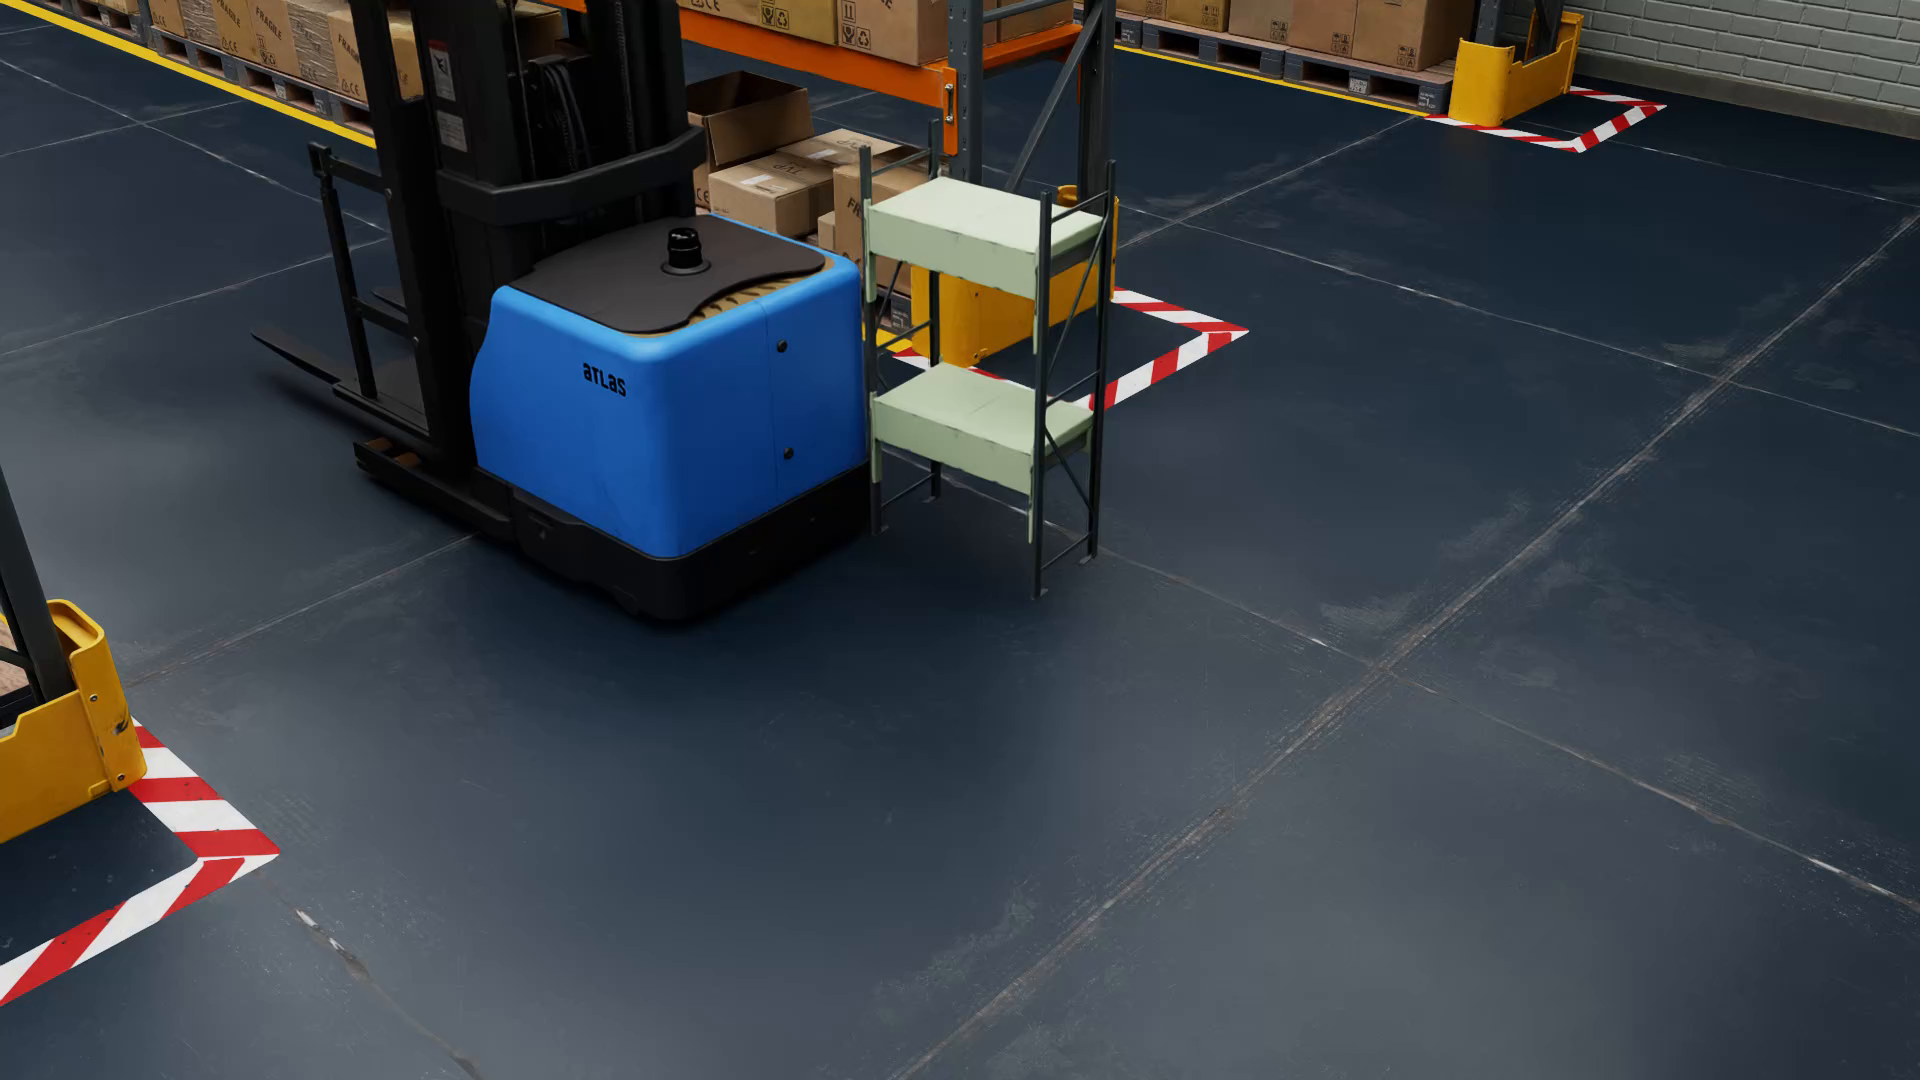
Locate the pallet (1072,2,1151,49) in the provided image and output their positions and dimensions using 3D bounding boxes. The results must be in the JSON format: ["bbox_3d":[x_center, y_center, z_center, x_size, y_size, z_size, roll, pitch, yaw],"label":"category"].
[{"bbox_3d":[1.194,-4.099,12.854,1.213,0.211,1.003,25,39,35],"label":"pallet"}]

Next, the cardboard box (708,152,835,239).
[{"bbox_3d":[-0.926,-1.751,8.490,0.500,0.250,0.500,25,39,35],"label":"cardboard box"}]

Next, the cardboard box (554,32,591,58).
[{"bbox_3d":[-2.026,-2.720,9.856,0.500,0.500,0.500,25,39,35],"label":"cardboard box"}]

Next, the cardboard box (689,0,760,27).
[{"bbox_3d":[-0.941,-2.753,7.818,0.500,0.500,0.500,25,39,35],"label":"cardboard box"}]

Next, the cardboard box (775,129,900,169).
[{"bbox_3d":[-0.627,-1.960,8.836,0.500,0.250,0.500,25,39,35],"label":"cardboard box"}]

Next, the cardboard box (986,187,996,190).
[{"bbox_3d":[0.062,-1.644,8.393,0.250,0.166,0.380,25,39,35],"label":"cardboard box"}]

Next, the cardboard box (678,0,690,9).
[{"bbox_3d":[-1.314,-2.928,8.108,0.500,0.500,0.500,24,39,34],"label":"cardboard box"}]

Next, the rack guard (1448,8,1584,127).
[{"bbox_3d":[3.666,-3.123,10.953,0.348,0.500,1.175,25,39,35],"label":"rack guard"}]

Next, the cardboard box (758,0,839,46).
[{"bbox_3d":[-0.575,-2.578,7.528,0.500,0.500,0.500,25,39,35],"label":"cardboard box"}]

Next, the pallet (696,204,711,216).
[{"bbox_3d":[-1.221,-1.836,9.095,1.213,0.211,1.003,25,39,35],"label":"pallet"}]

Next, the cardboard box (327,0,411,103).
[{"bbox_3d":[-3.558,-3.044,10.395,0.500,0.500,0.500,25,39,35],"label":"cardboard box"}]

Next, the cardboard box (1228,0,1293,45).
[{"bbox_3d":[2.318,-3.862,11.773,0.500,0.500,0.700,24,38,34],"label":"cardboard box"}]

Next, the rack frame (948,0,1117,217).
[{"bbox_3d":[0.327,-2.306,7.173,0.127,3.000,1.000,25,39,35],"label":"rack frame"}]

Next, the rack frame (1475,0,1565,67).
[{"bbox_3d":[3.648,-4.202,10.322,0.127,3.000,1.000,25,39,35],"label":"rack frame"}]

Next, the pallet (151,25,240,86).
[{"bbox_3d":[-5.076,-3.608,12.038,1.213,0.211,1.003,25,39,35],"label":"pallet"}]

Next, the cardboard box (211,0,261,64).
[{"bbox_3d":[-4.698,-3.571,11.271,0.500,0.500,0.500,24,39,34],"label":"cardboard box"}]

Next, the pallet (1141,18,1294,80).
[{"bbox_3d":[2.103,-3.676,12.152,1.213,0.211,1.003,25,39,35],"label":"pallet"}]

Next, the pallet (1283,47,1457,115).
[{"bbox_3d":[3.003,-3.254,11.451,1.213,0.211,1.003,25,39,35],"label":"pallet"}]

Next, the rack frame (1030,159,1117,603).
[{"bbox_3d":[0.377,-0.506,5.637,0.023,1.500,0.400,22,37,31],"label":"rack frame"}]

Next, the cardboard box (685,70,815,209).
[{"bbox_3d":[-1.242,-2.162,8.926,0.637,0.503,0.797,25,39,35],"label":"cardboard box"}]

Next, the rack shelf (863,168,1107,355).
[{"bbox_3d":[0.086,-0.955,5.626,0.720,0.370,0.431,22,37,31],"label":"rack shelf"}]

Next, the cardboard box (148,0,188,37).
[{"bbox_3d":[-5.459,-3.926,11.860,0.500,0.500,0.500,27,40,37],"label":"cardboard box"}]

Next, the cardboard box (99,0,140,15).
[{"bbox_3d":[-6.158,-4.166,12.521,0.500,0.250,0.500,26,40,36],"label":"cardboard box"}]

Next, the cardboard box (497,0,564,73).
[{"bbox_3d":[-2.834,-3.069,10.437,0.500,0.500,0.500,23,38,33],"label":"cardboard box"}]

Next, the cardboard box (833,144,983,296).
[{"bbox_3d":[-0.241,-1.518,7.860,0.500,0.500,0.500,25,39,35],"label":"cardboard box"}]

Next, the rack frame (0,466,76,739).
[{"bbox_3d":[-2.999,-0.414,4.029,0.127,3.000,1.000,25,39,35],"label":"rack frame"}]

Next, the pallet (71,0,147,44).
[{"bbox_3d":[-6.188,-4.180,12.989,1.213,0.211,1.003,25,39,35],"label":"pallet"}]

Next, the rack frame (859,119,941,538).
[{"bbox_3d":[-0.204,-0.736,6.018,0.023,1.500,0.400,22,37,31],"label":"rack frame"}]

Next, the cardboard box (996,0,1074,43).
[{"bbox_3d":[0.175,-2.604,7.570,0.500,0.500,0.500,26,40,36],"label":"cardboard box"}]

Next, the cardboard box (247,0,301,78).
[{"bbox_3d":[-4.308,-3.393,10.974,0.500,0.500,0.500,24,38,34],"label":"cardboard box"}]

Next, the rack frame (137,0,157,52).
[{"bbox_3d":[-5.604,-5.075,11.772,0.127,3.000,1.000,25,39,35],"label":"rack frame"}]

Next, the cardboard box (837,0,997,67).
[{"bbox_3d":[-0.188,-2.400,7.232,0.500,0.500,0.500,26,40,36],"label":"cardboard box"}]

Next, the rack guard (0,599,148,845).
[{"bbox_3d":[-2.973,0.661,4.668,0.348,0.500,1.175,25,39,35],"label":"rack guard"}]

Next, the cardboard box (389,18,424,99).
[{"bbox_3d":[-3.197,-2.870,10.105,0.500,0.500,0.500,25,39,35],"label":"cardboard box"}]

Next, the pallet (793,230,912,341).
[{"bbox_3d":[-0.321,-1.414,8.394,1.213,0.211,1.003,25,39,35],"label":"pallet"}]

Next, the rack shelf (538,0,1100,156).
[{"bbox_3d":[-1.156,-2.690,8.508,4.000,0.370,1.077,25,39,35],"label":"rack shelf"}]

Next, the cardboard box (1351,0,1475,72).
[{"bbox_3d":[3.062,-3.515,11.197,0.500,0.500,0.700,25,39,35],"label":"cardboard box"}]

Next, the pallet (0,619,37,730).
[{"bbox_3d":[-3.585,0.481,5.247,1.213,0.211,1.003,25,39,35],"label":"pallet"}]

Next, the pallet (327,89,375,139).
[{"bbox_3d":[-3.267,-2.763,10.635,1.213,0.211,1.003,25,39,35],"label":"pallet"}]

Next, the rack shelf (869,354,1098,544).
[{"bbox_3d":[0.086,-0.342,5.996,0.720,0.370,0.431,22,37,31],"label":"rack shelf"}]

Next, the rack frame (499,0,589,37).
[{"bbox_3d":[-2.639,-3.691,9.473,0.127,3.000,1.000,25,39,35],"label":"rack frame"}]

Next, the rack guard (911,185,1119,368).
[{"bbox_3d":[0.271,-1.262,7.861,0.348,0.500,1.175,25,39,35],"label":"rack guard"}]

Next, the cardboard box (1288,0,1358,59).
[{"bbox_3d":[2.691,-3.688,11.485,0.500,0.500,0.700,25,39,35],"label":"cardboard box"}]

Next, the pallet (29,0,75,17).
[{"bbox_3d":[-7.089,-4.603,13.691,1.213,0.211,1.003,25,39,35],"label":"pallet"}]

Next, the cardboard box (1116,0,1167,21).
[{"bbox_3d":[1.539,-4.222,12.372,0.500,0.500,0.700,25,39,35],"label":"cardboard box"}]

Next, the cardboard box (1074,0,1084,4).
[{"bbox_3d":[1.168,-4.397,12.663,0.500,0.500,0.700,26,39,36],"label":"cardboard box"}]

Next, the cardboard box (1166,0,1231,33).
[{"bbox_3d":[1.918,-4.044,12.075,0.500,0.500,0.700,26,40,36],"label":"cardboard box"}]

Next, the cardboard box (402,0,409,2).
[{"bbox_3d":[-3.237,-3.249,10.736,0.500,0.500,0.500,26,39,36],"label":"cardboard box"}]

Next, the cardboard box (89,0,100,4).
[{"bbox_3d":[-6.543,-4.343,12.815,0.500,0.250,0.500,25,39,35],"label":"cardboard box"}]

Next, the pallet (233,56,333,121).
[{"bbox_3d":[-4.176,-3.185,11.337,1.213,0.211,1.003,25,39,35],"label":"pallet"}]

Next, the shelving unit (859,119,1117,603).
[{"bbox_3d":[0.086,-0.621,5.827,0.755,1.500,0.431,22,37,31],"label":"shelving unit"}]

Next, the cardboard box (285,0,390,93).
[{"bbox_3d":[-3.929,-3.218,10.684,0.500,0.500,0.500,26,39,36],"label":"cardboard box"}]

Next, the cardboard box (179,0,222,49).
[{"bbox_3d":[-5.067,-3.747,11.563,0.500,0.500,0.500,23,38,33],"label":"cardboard box"}]

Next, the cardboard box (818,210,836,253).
[{"bbox_3d":[-0.481,-1.550,8.236,0.250,0.166,0.380,25,39,35],"label":"cardboard box"}]

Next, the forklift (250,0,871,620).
[{"bbox_3d":[-1.777,-1.613,6.088,3.031,2.935,1.130,24,38,34],"label":"forklift"}]
